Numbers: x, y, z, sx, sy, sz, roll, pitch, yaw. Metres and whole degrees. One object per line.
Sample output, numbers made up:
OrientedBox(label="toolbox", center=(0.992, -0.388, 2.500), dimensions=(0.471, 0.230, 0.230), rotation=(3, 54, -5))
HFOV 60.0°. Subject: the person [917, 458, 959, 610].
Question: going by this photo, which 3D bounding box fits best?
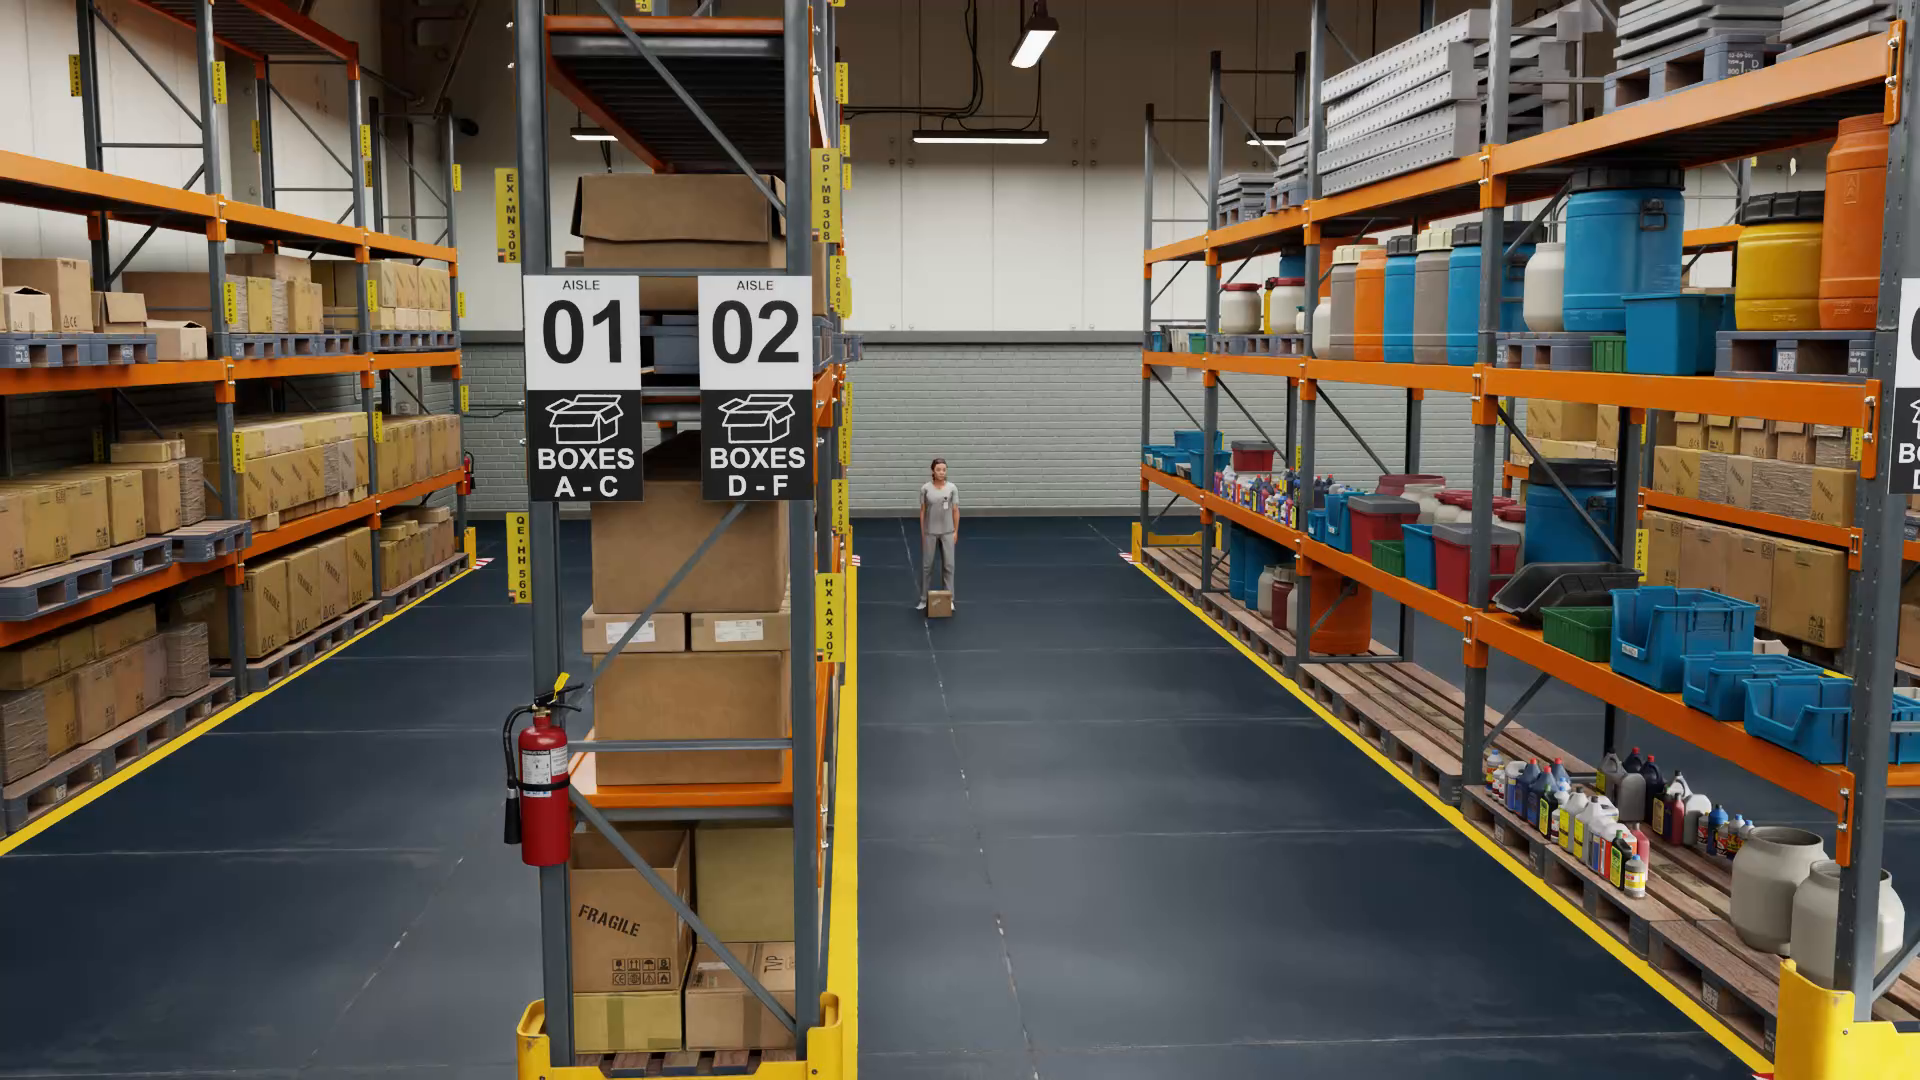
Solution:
OrientedBox(label="person", center=(-0.247, -0.042, 18.360), dimensions=(0.477, 1.725, 0.391), rotation=(0, 7, -3))
